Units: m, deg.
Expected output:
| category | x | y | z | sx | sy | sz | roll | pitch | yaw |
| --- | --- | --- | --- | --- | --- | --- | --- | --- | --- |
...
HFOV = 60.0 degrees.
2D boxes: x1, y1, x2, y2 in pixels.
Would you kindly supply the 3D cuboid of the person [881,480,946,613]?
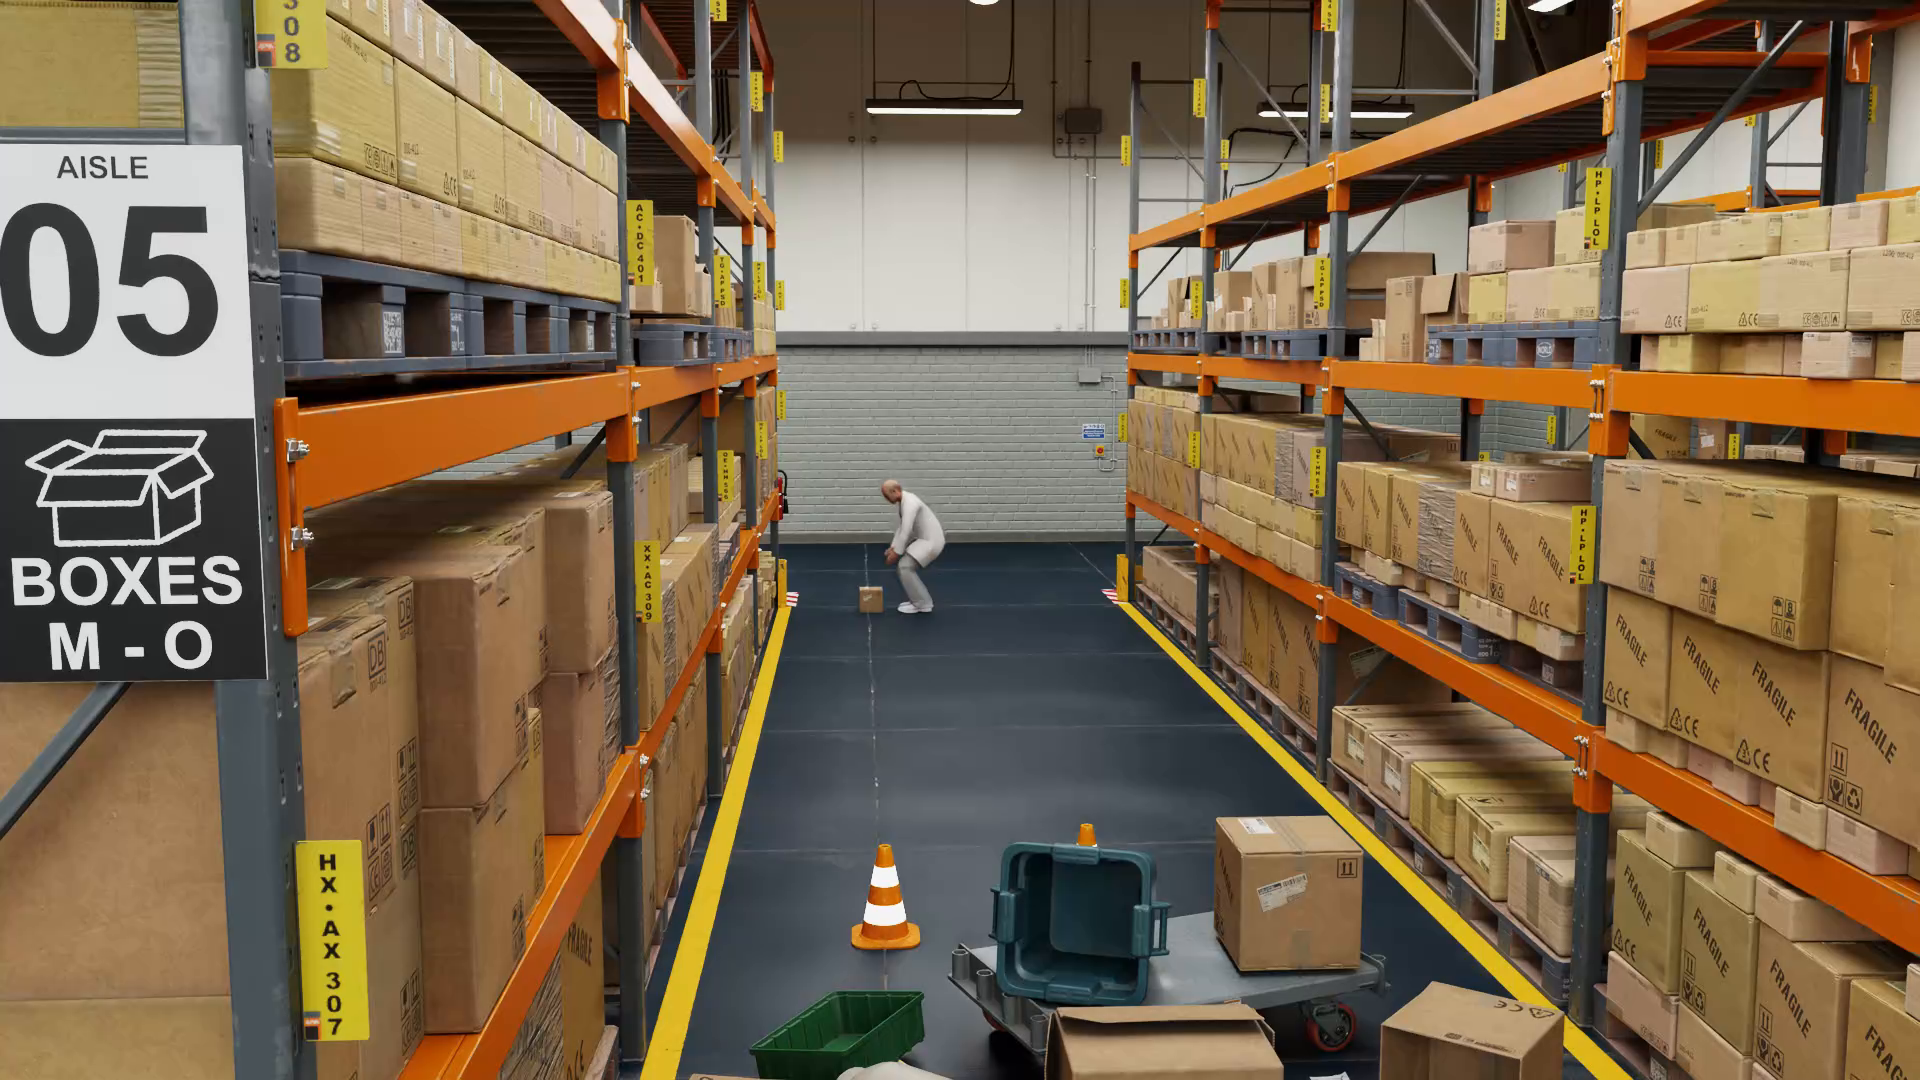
| category | x | y | z | sx | sy | sz | roll | pitch | yaw |
| --- | --- | --- | --- | --- | --- | --- | --- | --- | --- |
| person | -5.817 | 0.834 | 11.679 | 12.121 | 1.440 | 13.060 | 0 | 7 | -4 |
